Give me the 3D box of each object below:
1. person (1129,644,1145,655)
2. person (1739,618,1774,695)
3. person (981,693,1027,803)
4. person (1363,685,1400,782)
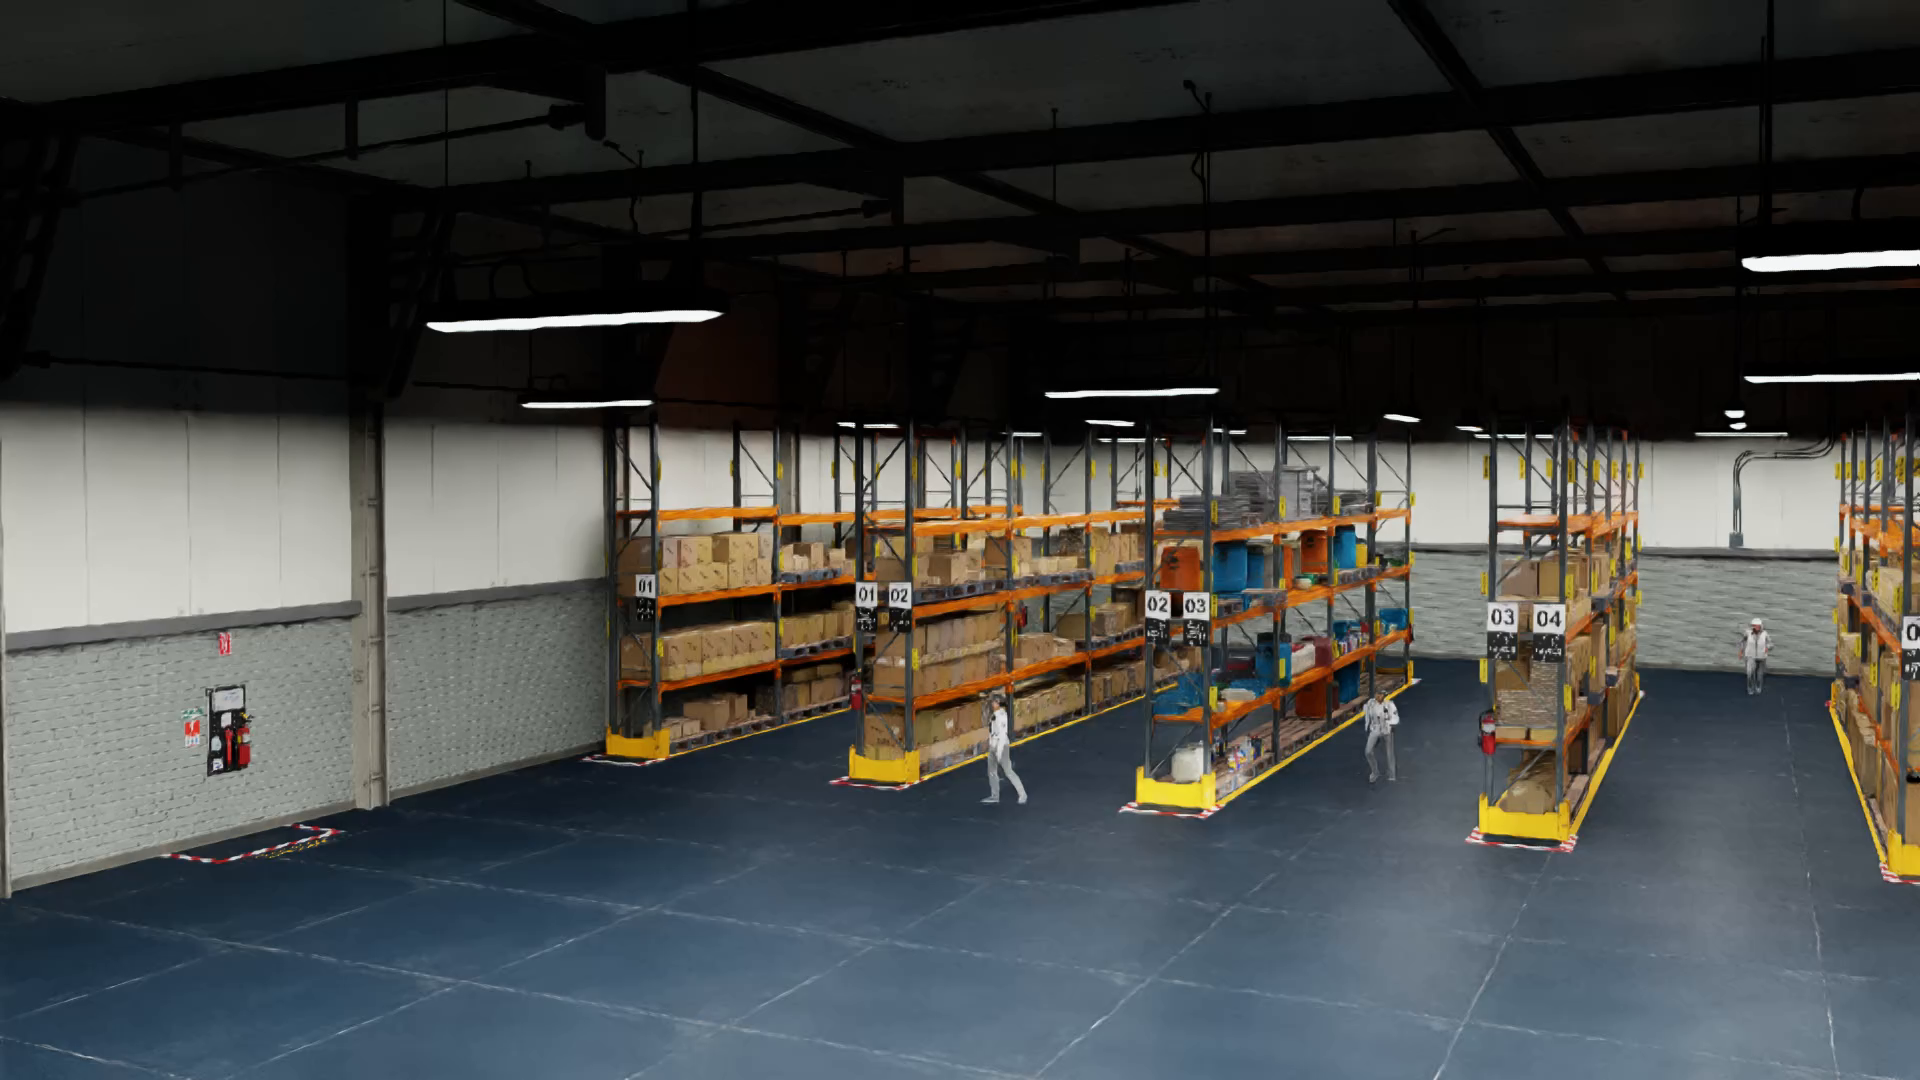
[{"bbox_3d":[4.629,2.361,42.719,0.589,1.663,0.649,2,3,38],"label":"person"},{"bbox_3d":[17.781,2.586,37.134,0.678,1.703,0.878,1,3,20],"label":"person"},{"bbox_3d":[0.658,3.125,25.028,0.672,1.654,0.600,0,2,-10],"label":"person"},{"bbox_3d":[6.720,3.080,26.562,0.610,1.593,0.872,1,3,22],"label":"person"}]
